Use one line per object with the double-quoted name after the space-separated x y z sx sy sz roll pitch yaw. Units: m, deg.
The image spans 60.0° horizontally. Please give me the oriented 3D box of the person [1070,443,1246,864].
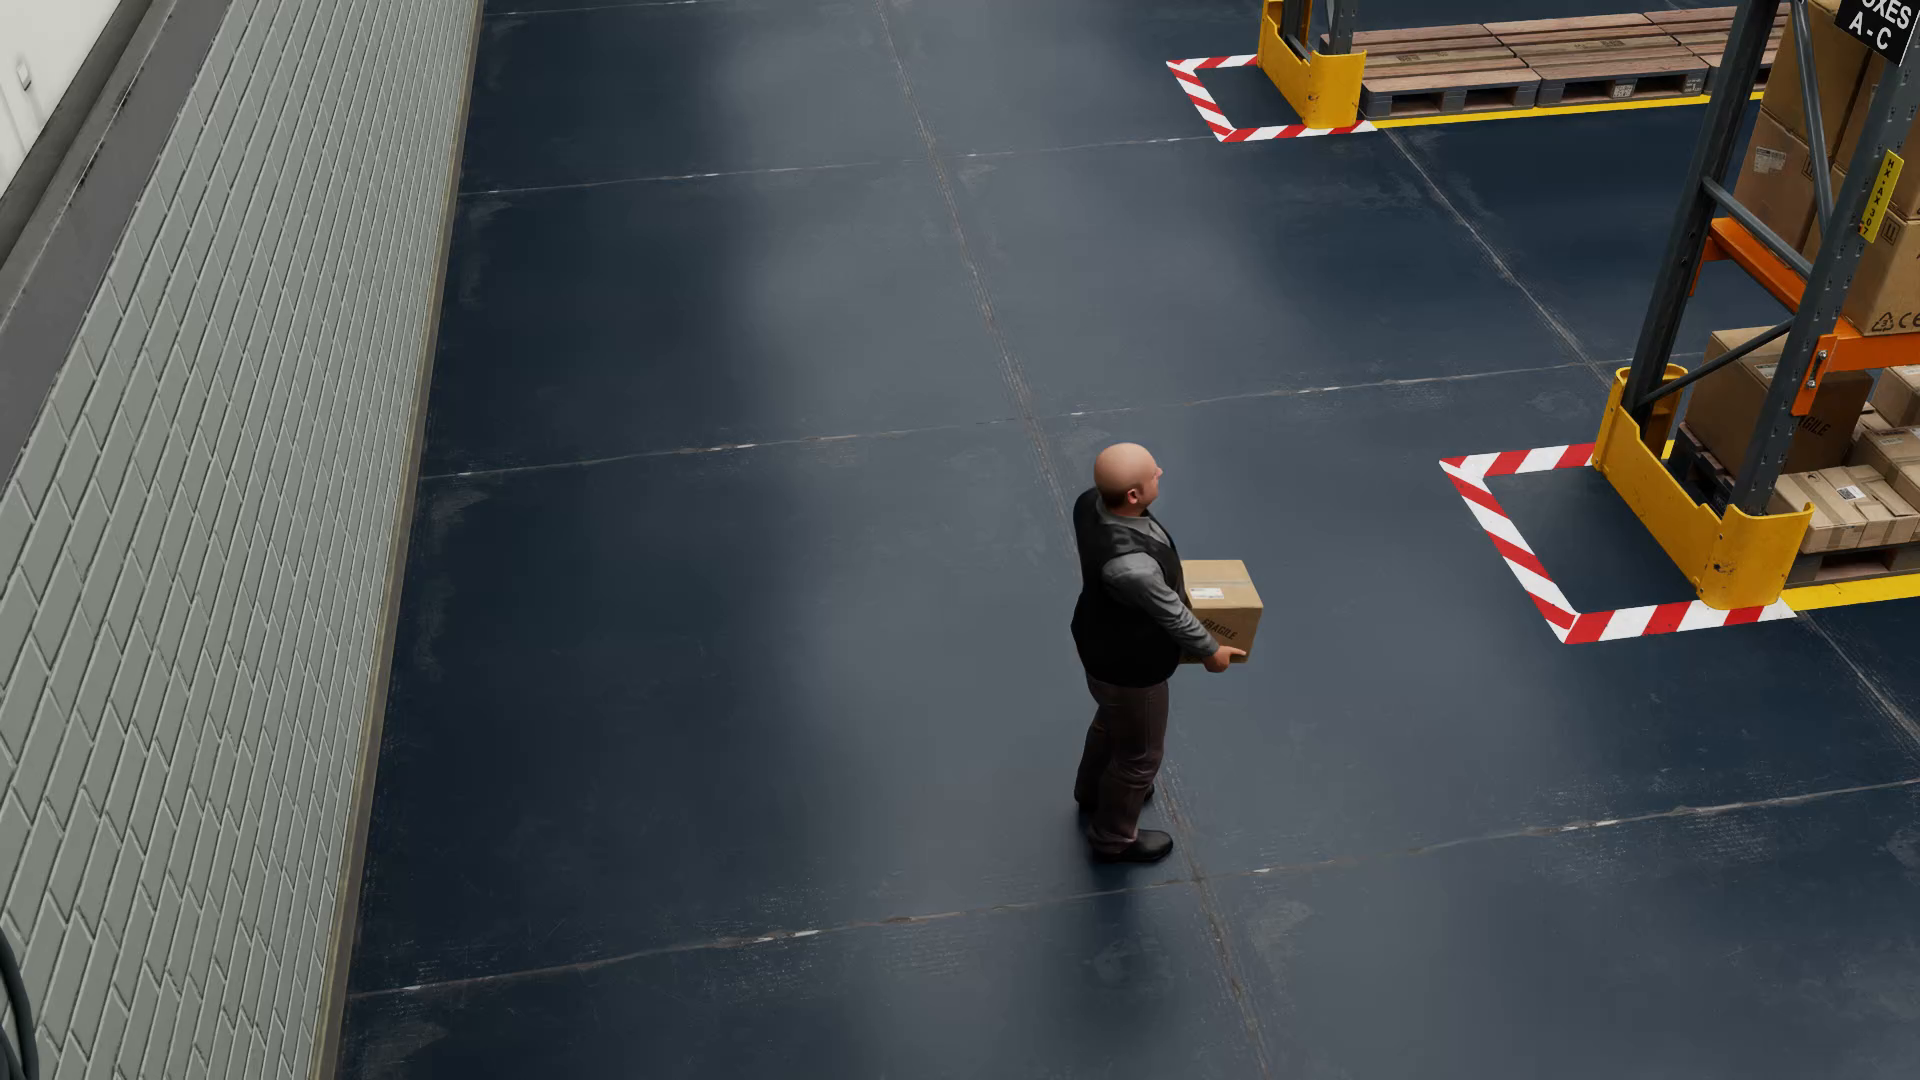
0.662 0.374 5.707 0.556 1.713 0.494 -6 39 -7 "person"
